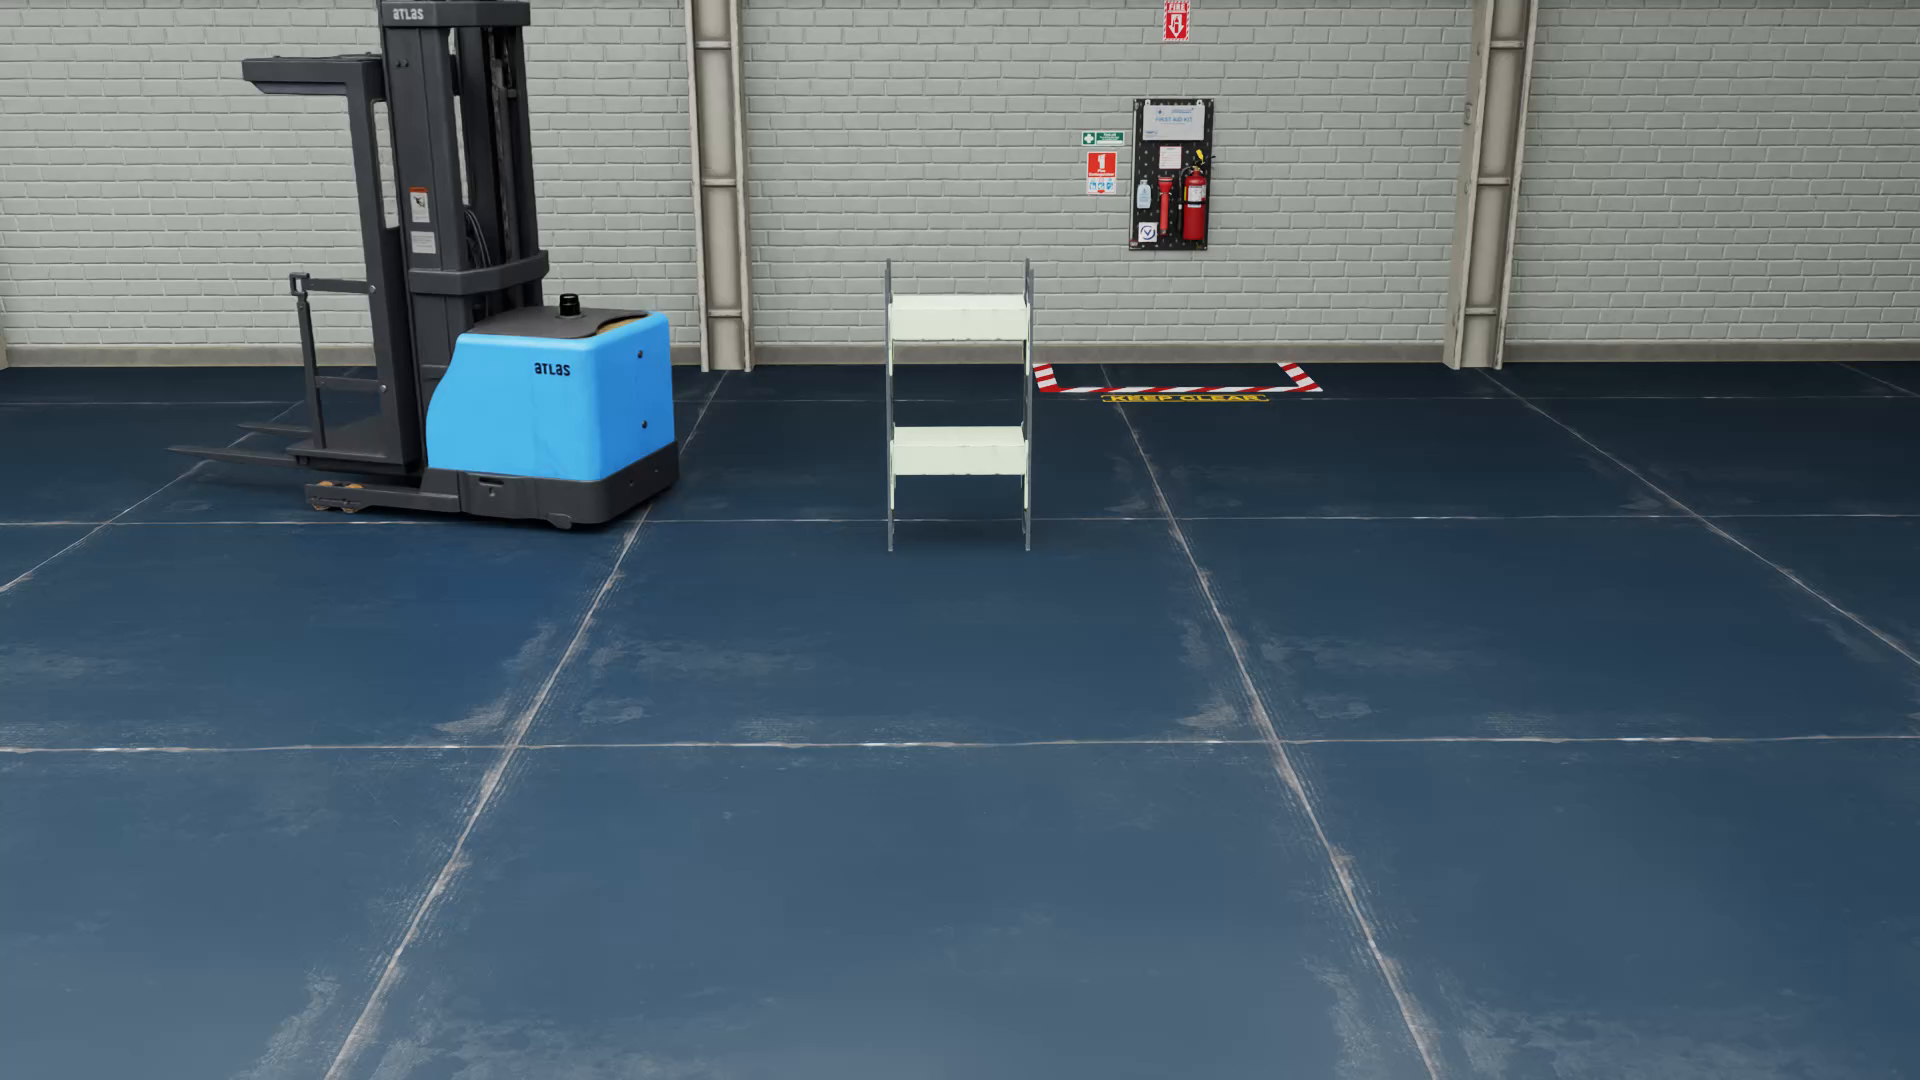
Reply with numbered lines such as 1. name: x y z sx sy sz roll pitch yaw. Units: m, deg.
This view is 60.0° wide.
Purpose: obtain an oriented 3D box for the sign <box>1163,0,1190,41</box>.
1. sign: 1.658 -3.976 12.735 0.199 0.298 0.001 0 18 -1

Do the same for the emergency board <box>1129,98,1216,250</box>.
1. emergency board: 1.668 -2.841 12.994 0.643 1.169 0.194 0 18 -1

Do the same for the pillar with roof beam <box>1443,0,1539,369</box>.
1. pillar with roof beam: 4.208 -4.383 7.980 0.400 9.000 9.100 0 18 -1

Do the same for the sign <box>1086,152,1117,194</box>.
1. sign: 1.114 -2.887 13.079 0.234 0.329 0.001 0 18 -1

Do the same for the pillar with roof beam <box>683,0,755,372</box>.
1. pillar with roof beam: -1.792 -4.355 7.890 0.400 9.000 9.100 0 18 -1

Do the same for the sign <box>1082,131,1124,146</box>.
1. sign: 1.118 -3.137 12.990 0.331 0.109 0.001 0 18 -1

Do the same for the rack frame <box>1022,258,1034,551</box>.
1. rack frame: 0.359 -0.716 8.824 0.023 1.500 0.400 0 18 -1

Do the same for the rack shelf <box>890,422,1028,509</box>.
1. rack shelf: -0.007 -0.404 8.918 0.720 0.370 0.431 0 18 -1

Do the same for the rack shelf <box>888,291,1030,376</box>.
1. rack shelf: -0.007 -1.086 8.699 0.720 0.370 0.431 0 18 -1

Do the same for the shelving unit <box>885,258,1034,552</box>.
1. shelving unit: -0.007 -0.714 8.818 0.755 1.500 0.431 0 18 -1

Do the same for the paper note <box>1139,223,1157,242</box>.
1. paper note: 1.490 -2.442 13.192 0.142 0.148 0.016 0 18 -1

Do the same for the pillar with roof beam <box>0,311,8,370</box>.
1. pillar with roof beam: -7.791 -4.326 7.800 0.400 9.000 9.100 0 18 -1

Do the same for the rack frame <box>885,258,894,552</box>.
1. rack frame: -0.373 -0.712 8.813 0.023 1.500 0.400 0 18 -1

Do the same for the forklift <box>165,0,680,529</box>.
1. forklift: -3.253 -1.695 9.533 3.031 2.935 1.130 5 19 16
